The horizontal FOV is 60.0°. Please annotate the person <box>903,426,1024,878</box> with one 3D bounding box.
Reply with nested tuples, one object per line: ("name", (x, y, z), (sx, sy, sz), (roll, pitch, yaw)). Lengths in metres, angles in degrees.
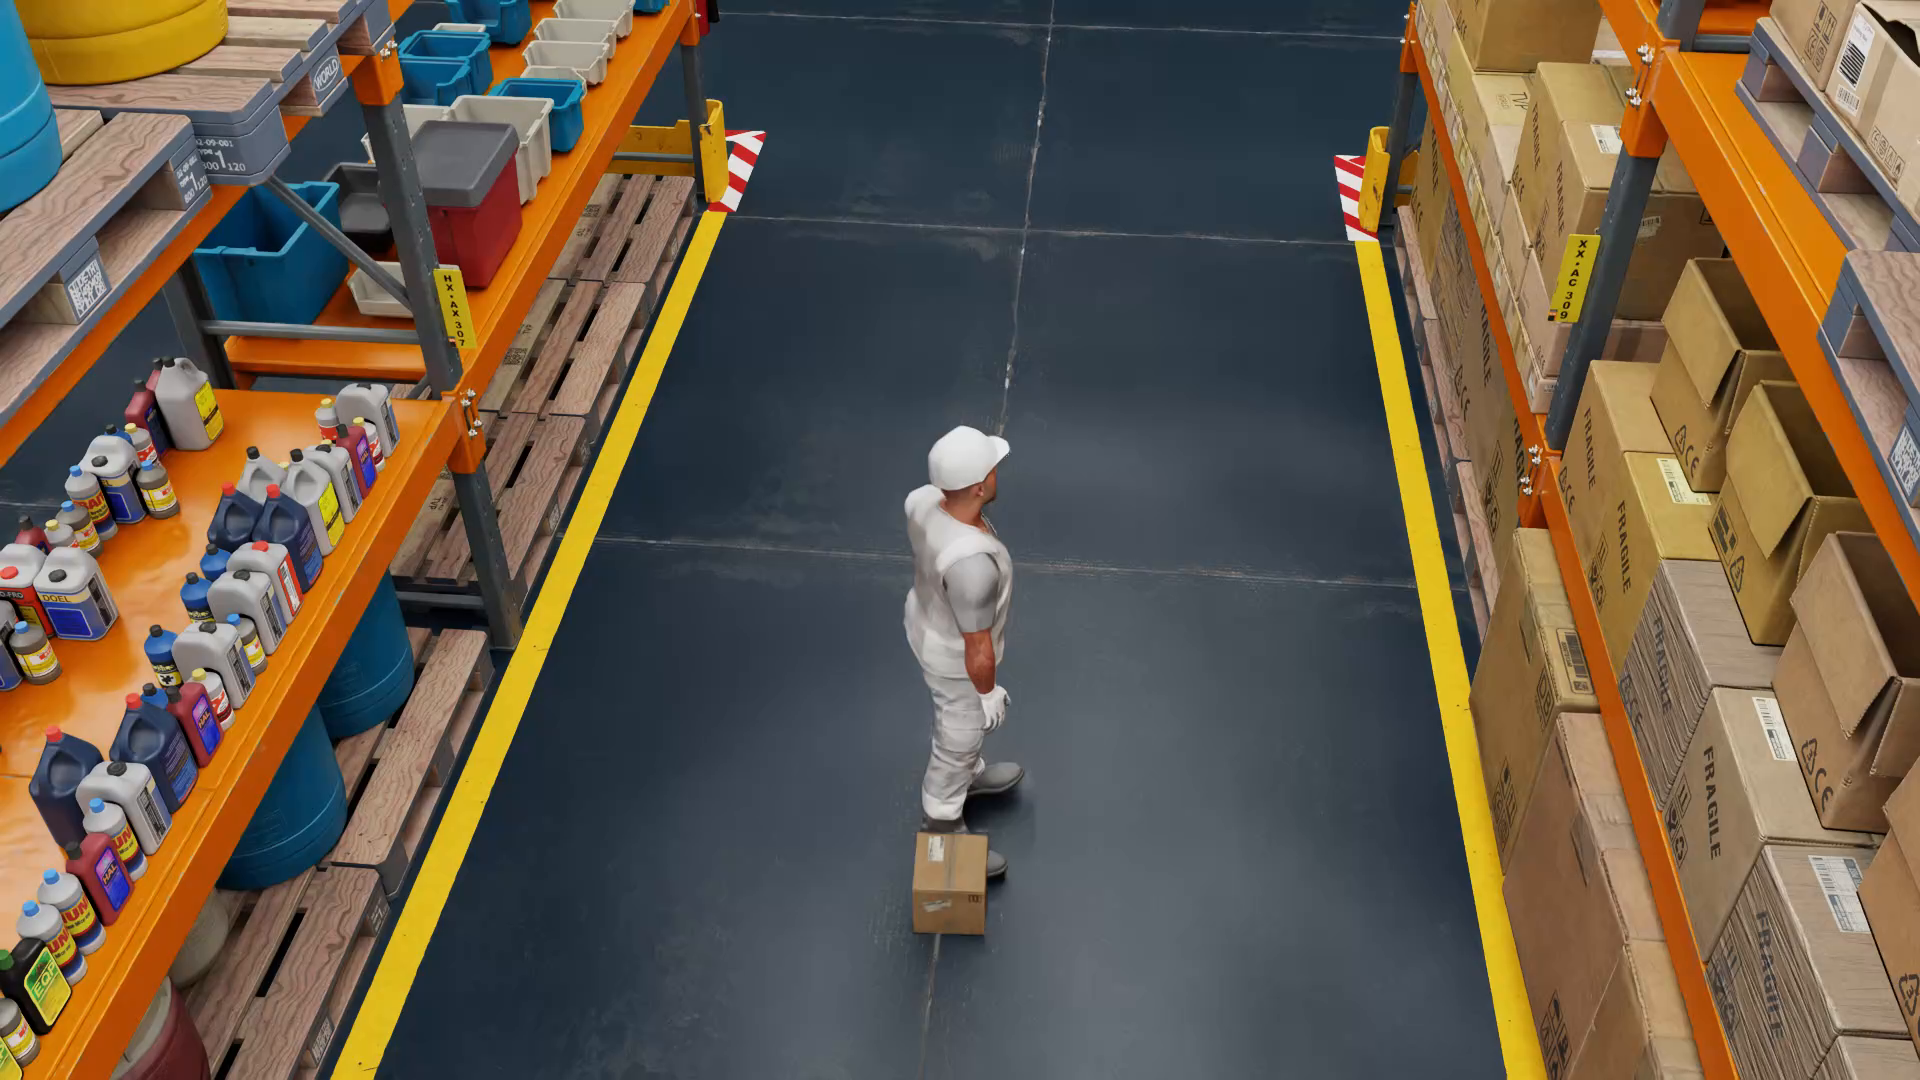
("person", (0.054, 0.356, 5.659), (0.467, 1.794, 0.594), (-11, 41, -12))
